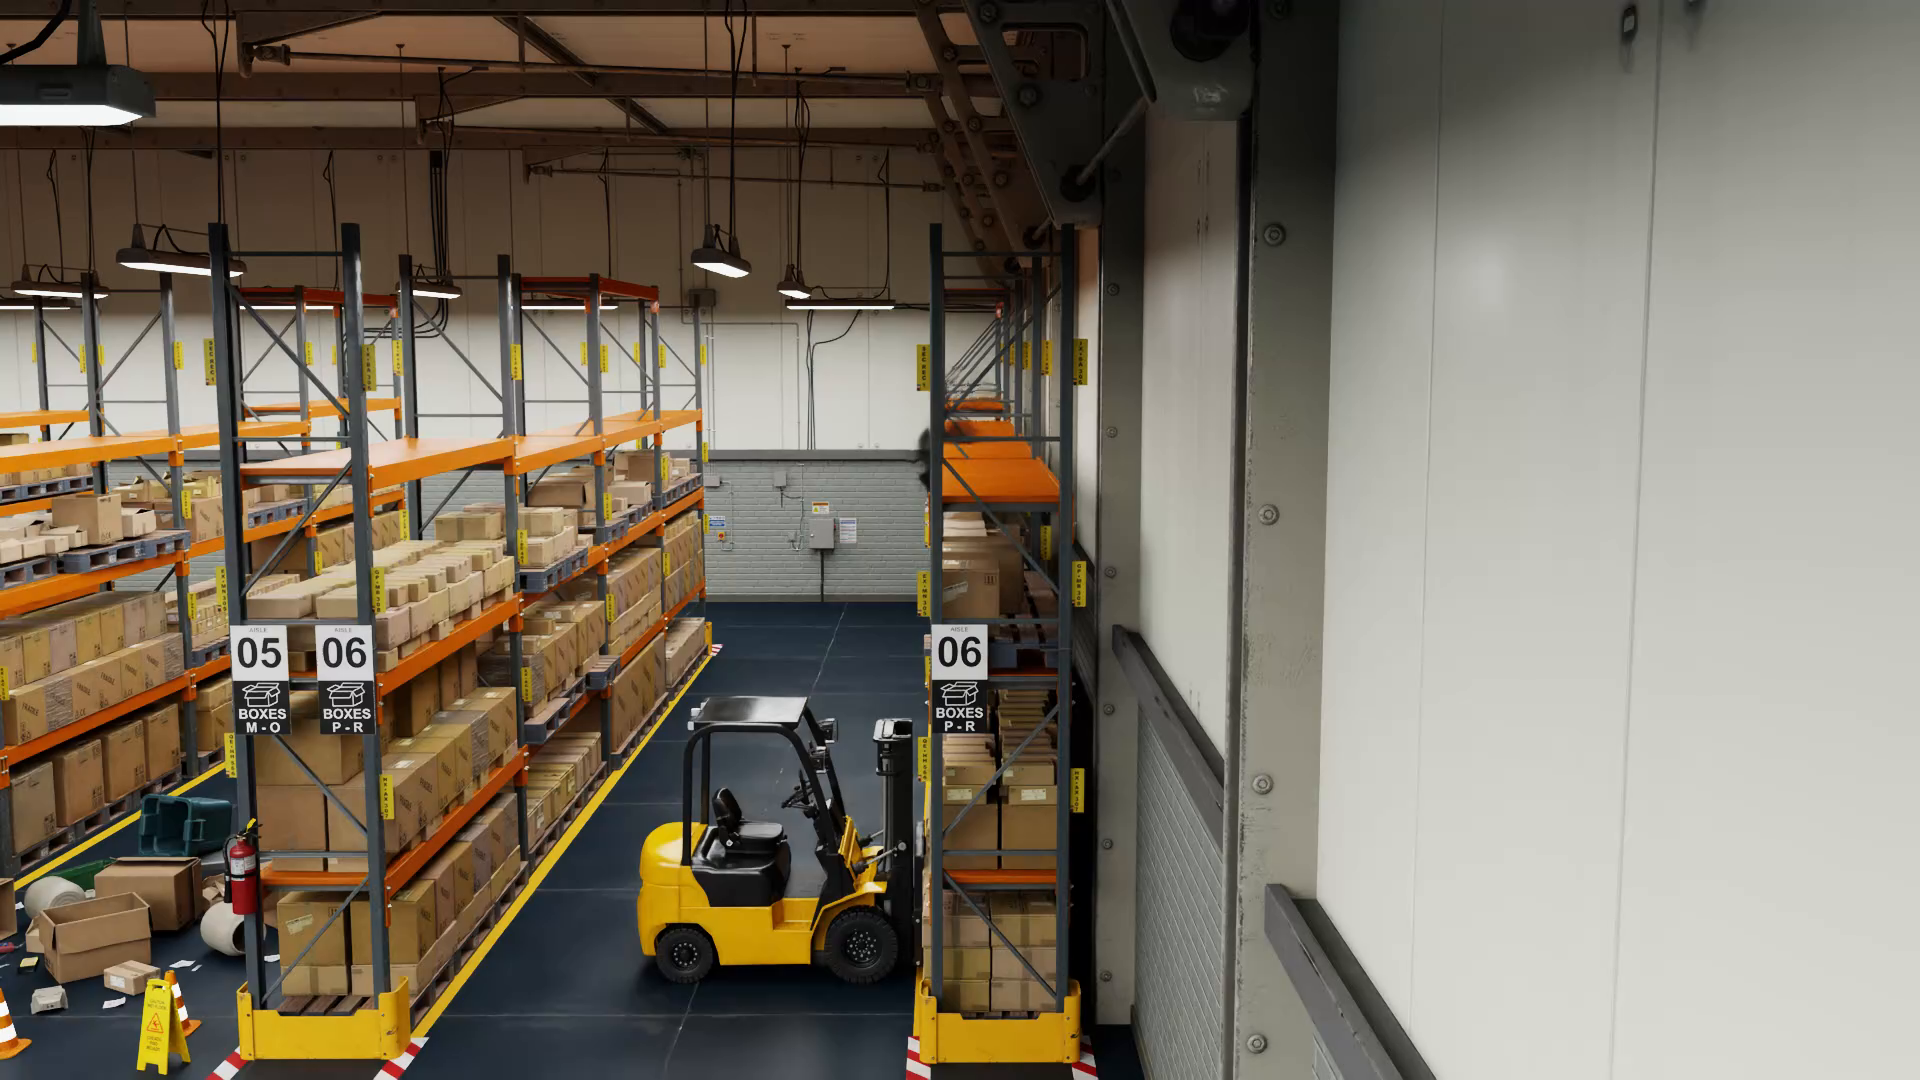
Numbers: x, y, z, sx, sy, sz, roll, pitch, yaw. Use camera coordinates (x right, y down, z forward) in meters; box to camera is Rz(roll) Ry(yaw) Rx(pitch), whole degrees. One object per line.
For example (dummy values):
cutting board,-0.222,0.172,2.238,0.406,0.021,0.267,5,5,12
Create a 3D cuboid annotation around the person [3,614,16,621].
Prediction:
person,-12.842,1.775,22.600,0.533,1.561,0.579,-1,7,-7
